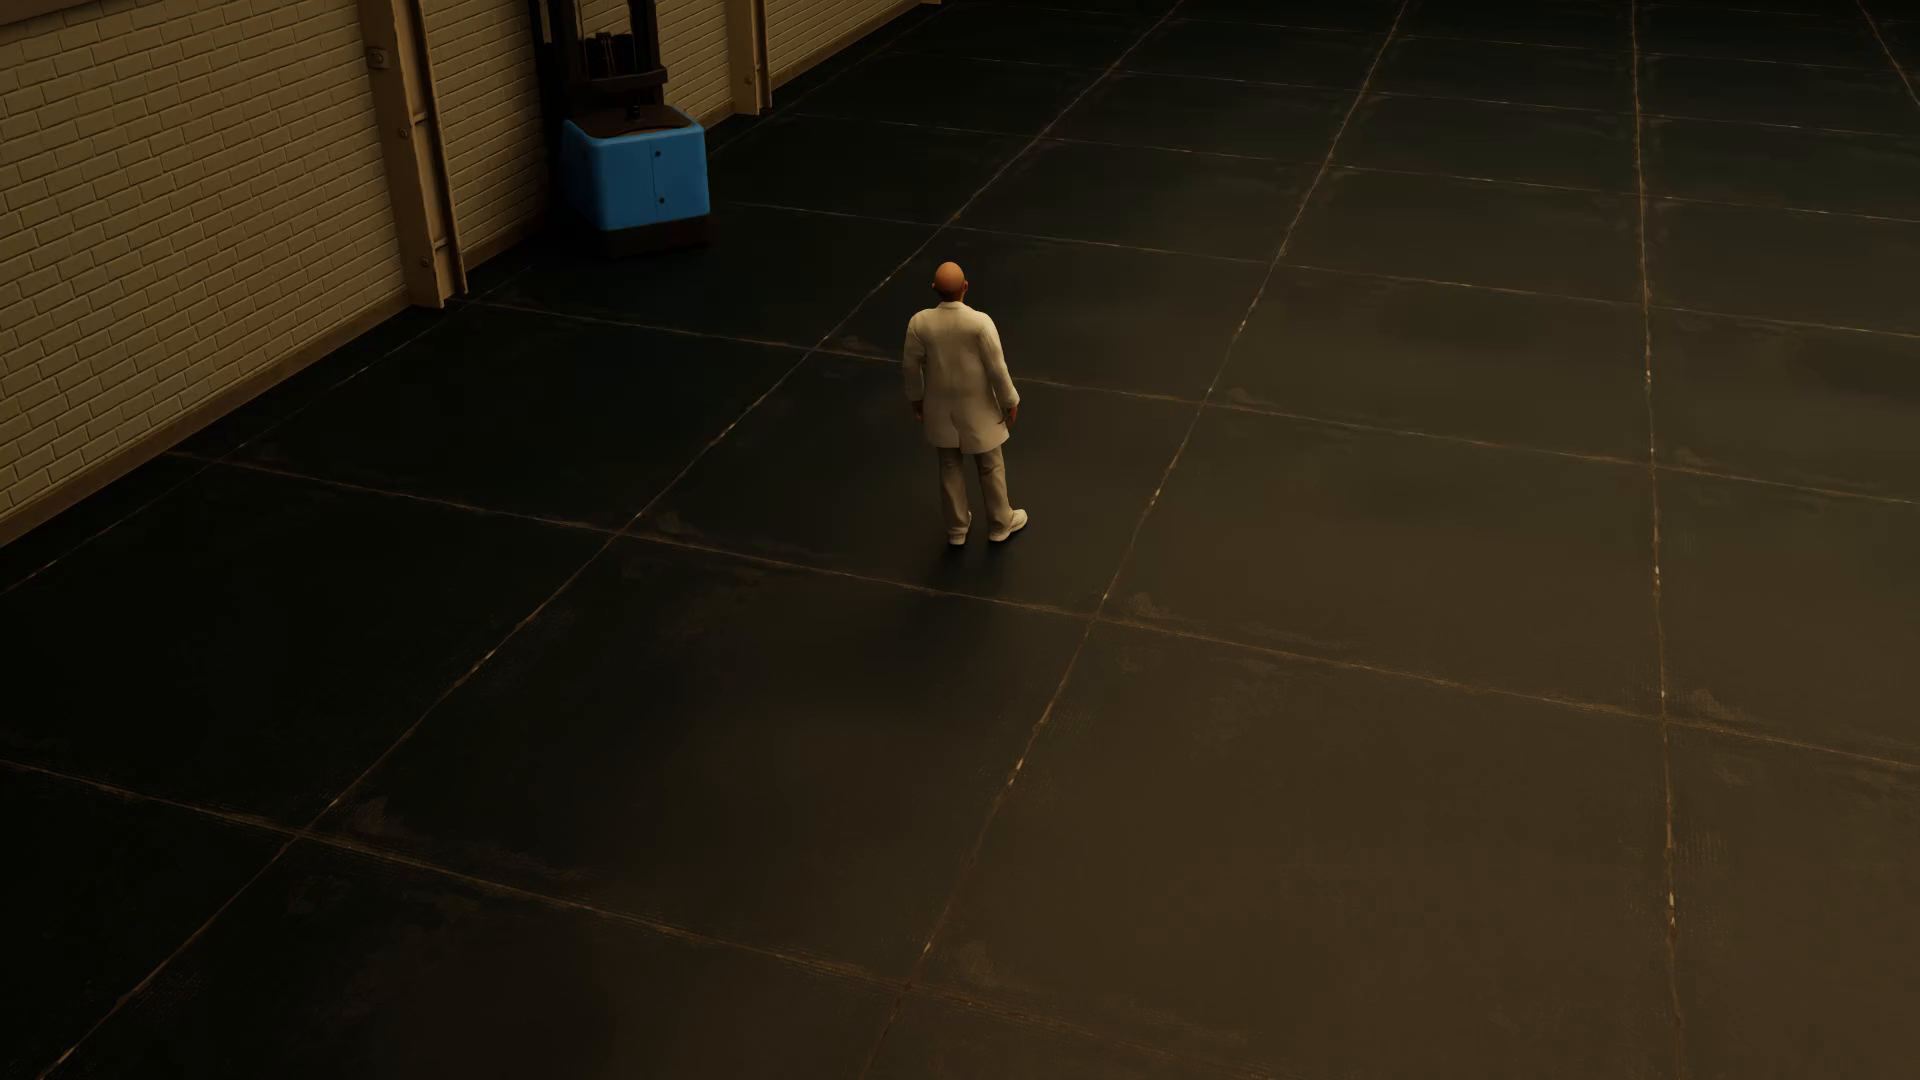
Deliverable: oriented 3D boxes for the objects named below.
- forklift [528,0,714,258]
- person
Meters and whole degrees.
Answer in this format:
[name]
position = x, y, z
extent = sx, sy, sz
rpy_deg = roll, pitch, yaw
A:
[forklift]
position = -3.304, -4.375, 14.811
extent = 1.130, 2.935, 3.031
rpy_deg = -15, 33, -24
[person]
position = 0.034, -0.820, 9.725
extent = 0.696, 1.775, 0.581
rpy_deg = 10, 31, 16
